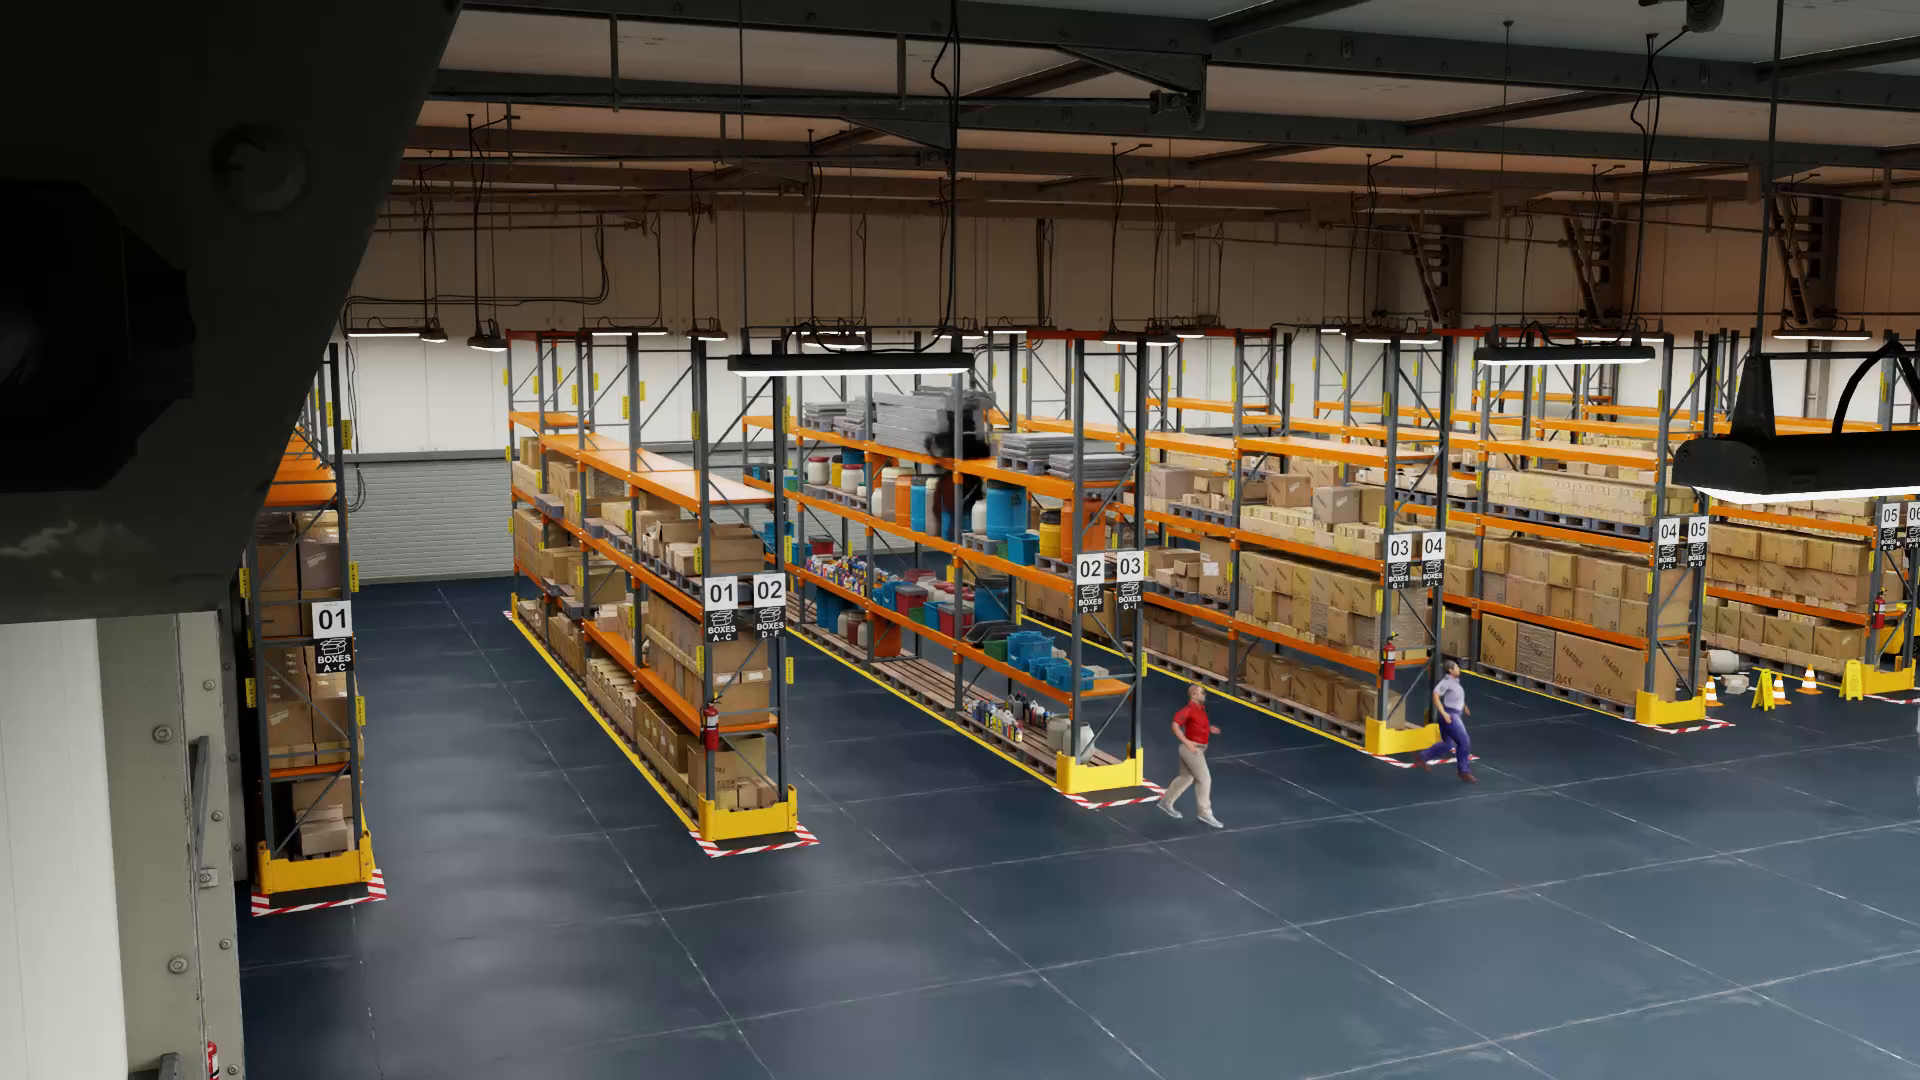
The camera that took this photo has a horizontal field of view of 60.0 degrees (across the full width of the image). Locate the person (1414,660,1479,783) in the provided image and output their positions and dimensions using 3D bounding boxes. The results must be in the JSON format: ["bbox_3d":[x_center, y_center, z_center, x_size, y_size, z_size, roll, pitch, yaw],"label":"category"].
[{"bbox_3d":[6.685,2.456,22.740,0.873,1.644,0.616,3,8,19],"label":"person"}]

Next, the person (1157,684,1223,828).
[{"bbox_3d":[2.890,2.663,20.730,0.820,1.760,0.648,2,8,12],"label":"person"}]
